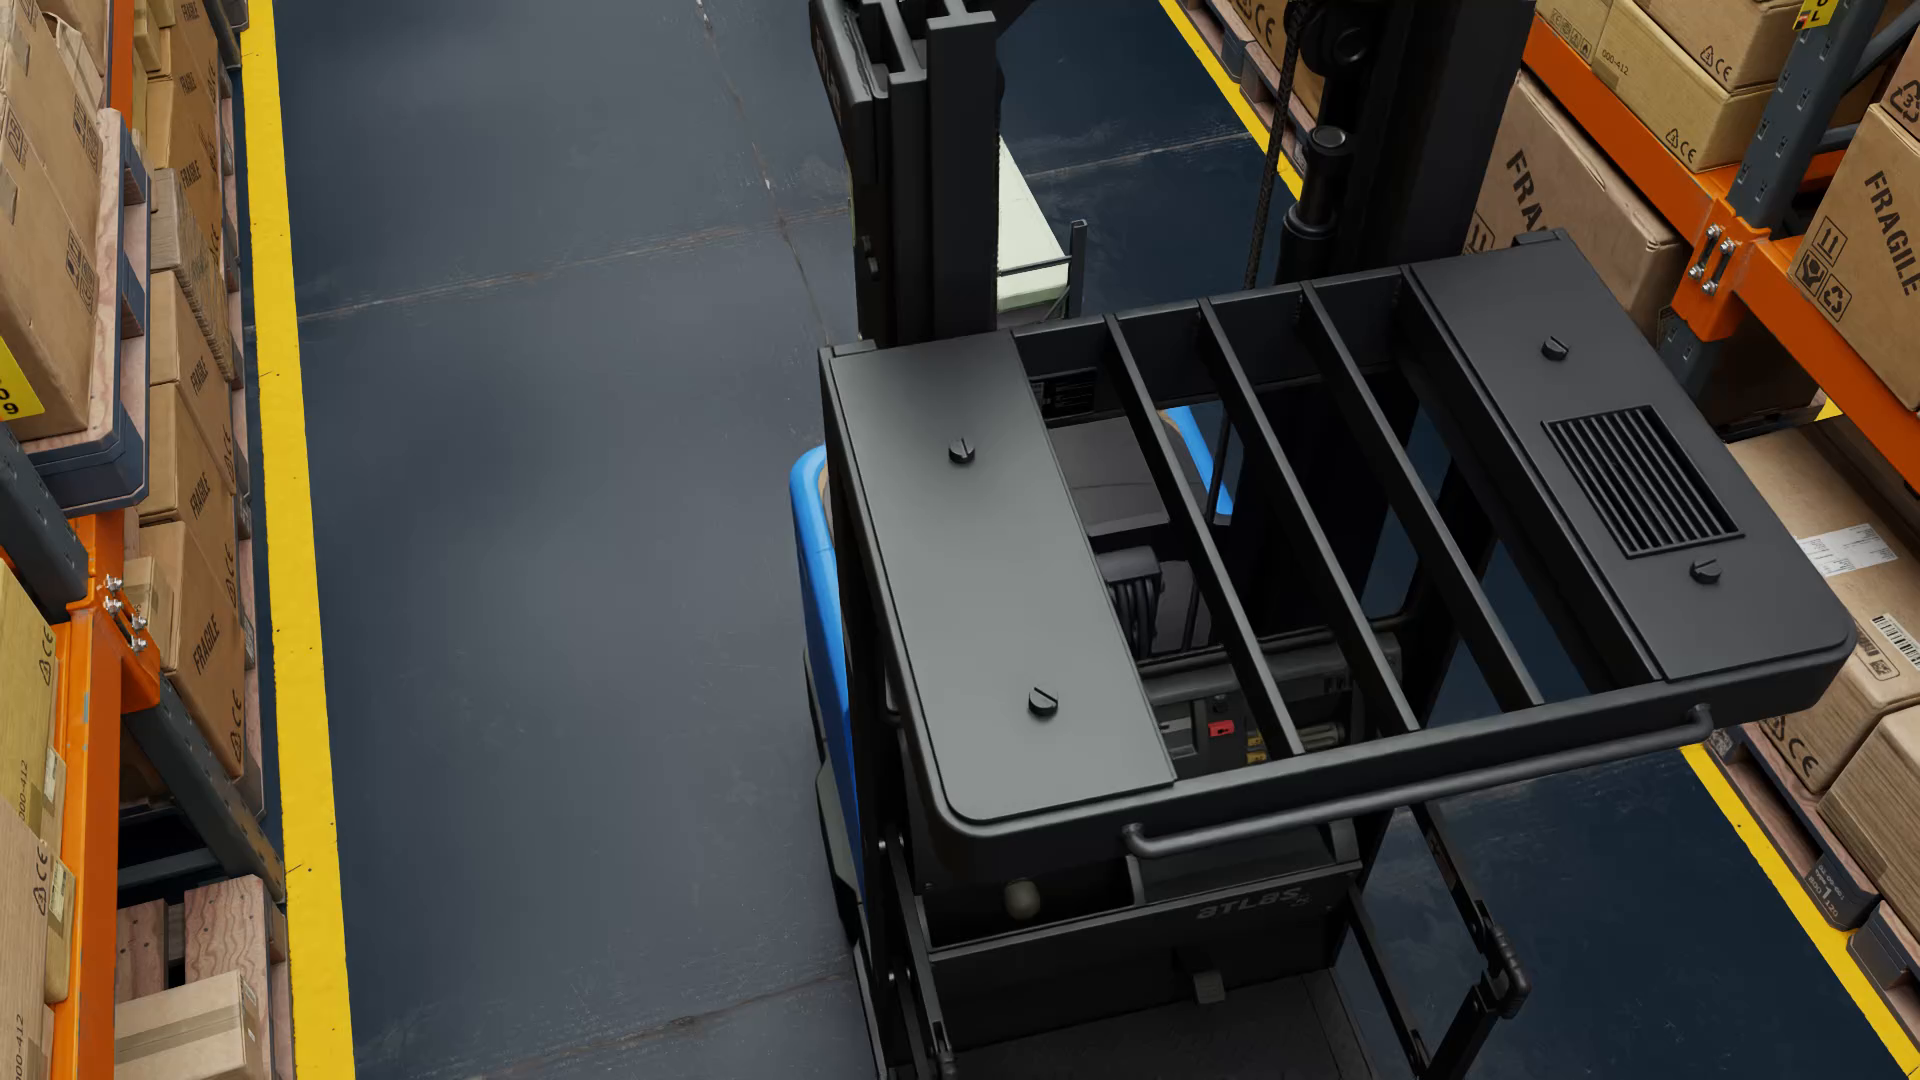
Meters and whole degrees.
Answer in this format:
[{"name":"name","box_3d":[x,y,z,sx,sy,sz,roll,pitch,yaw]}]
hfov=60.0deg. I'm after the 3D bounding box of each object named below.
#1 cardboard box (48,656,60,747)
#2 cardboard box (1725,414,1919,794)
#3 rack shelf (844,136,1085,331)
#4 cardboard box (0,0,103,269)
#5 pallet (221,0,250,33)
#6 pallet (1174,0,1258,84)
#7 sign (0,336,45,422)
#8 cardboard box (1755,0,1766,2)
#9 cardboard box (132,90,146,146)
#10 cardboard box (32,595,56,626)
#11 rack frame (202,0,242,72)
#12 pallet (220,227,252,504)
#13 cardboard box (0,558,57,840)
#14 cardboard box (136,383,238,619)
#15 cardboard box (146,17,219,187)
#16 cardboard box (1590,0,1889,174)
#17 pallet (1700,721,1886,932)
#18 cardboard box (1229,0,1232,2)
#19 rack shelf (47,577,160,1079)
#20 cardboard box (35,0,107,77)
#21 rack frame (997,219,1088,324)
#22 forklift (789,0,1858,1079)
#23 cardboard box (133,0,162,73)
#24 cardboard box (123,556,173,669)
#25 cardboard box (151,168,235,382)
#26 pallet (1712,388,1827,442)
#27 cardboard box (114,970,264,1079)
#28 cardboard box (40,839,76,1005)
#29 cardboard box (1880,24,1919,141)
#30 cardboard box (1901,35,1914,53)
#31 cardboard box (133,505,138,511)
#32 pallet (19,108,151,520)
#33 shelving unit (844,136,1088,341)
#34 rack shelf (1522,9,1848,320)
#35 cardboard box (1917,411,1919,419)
[{"name":"cardboard box","box_3d":[-1.955,0.328,3.176,0.380,0.149,0.250,-13,51,-10]},{"name":"cardboard box","box_3d":[2.533,0.120,4.588,0.875,0.438,0.875,-14,51,-12]},{"name":"rack shelf","box_3d":[-0.002,-0.740,4.382,0.431,0.370,0.720,-13,51,-11]},{"name":"cardboard box","box_3d":[-2.373,-0.878,3.688,0.700,0.500,0.500,-13,51,-11]},{"name":"pallet","box_3d":[-3.679,-2.561,7.271,1.003,0.211,1.213,-13,51,-11]},{"name":"pallet","box_3d":[1.429,-2.483,7.205,1.003,0.211,1.213,-13,51,-11]},{"name":"sign","box_3d":[-1.774,-0.336,3.005,0.100,0.325,0.005,-13,51,-11]},{"name":"cardboard box","box_3d":[2.078,-1.677,3.983,0.500,0.500,0.500,-12,51,-10]},{"name":"cardboard box","box_3d":[-2.830,-1.305,5.325,0.380,0.149,0.250,-14,51,-12]},{"name":"cardboard box","box_3d":[-2.200,0.128,3.921,0.380,0.149,0.250,-14,51,-12]},{"name":"rack frame","box_3d":[-3.473,-2.850,5.691,1.000,3.000,0.127,-13,51,-11]},{"name":"pallet","box_3d":[-2.931,-0.508,5.540,1.003,0.211,1.213,-13,51,-11]},{"name":"cardboard box","box_3d":[-1.907,0.341,2.904,0.500,0.250,0.500,-12,51,-10]},{"name":"cardboard box","box_3d":[-2.385,-0.049,4.690,0.500,0.500,0.500,-14,51,-11]},{"name":"cardboard box","box_3d":[-3.005,-1.551,5.956,0.500,0.500,0.500,-14,51,-12]},{"name":"cardboard box","box_3d":[2.077,-1.276,4.462,0.500,0.250,0.500,-14,51,-12]},{"name":"pallet","box_3d":[2.600,0.418,4.759,1.003,0.211,1.213,-13,51,-11]},{"name":"cardboard box","box_3d":[1.392,-2.902,6.850,0.875,0.875,0.875,-14,51,-11]},{"name":"rack shelf","box_3d":[-1.699,1.764,2.271,1.077,0.370,4.000,-13,51,-11]},{"name":"cardboard box","box_3d":[-2.605,-1.451,4.172,0.700,0.500,0.500,-14,51,-11]},{"name":"rack frame","box_3d":[0.106,-0.221,4.455,0.400,1.500,0.023,-13,51,-11]},{"name":"forklift","box_3d":[0.407,0.539,2.879,1.130,2.935,3.031,-10,51,-9]},{"name":"cardboard box","box_3d":[-2.939,-1.691,5.649,0.380,0.149,0.250,-15,51,-12]},{"name":"cardboard box","box_3d":[-2.142,0.211,4.047,0.380,0.149,0.250,-11,51,-9]},{"name":"cardboard box","box_3d":[-2.676,-0.795,5.318,0.500,0.500,0.500,-15,51,-12]},{"name":"pallet","box_3d":[2.150,-0.701,5.703,1.003,0.211,1.213,-13,51,-11]},{"name":"cardboard box","box_3d":[-1.845,1.196,3.870,0.380,0.149,0.250,-15,51,-12]},{"name":"cardboard box","box_3d":[-1.757,0.698,2.864,0.380,0.149,0.250,-12,51,-10]},{"name":"cardboard box","box_3d":[2.360,-1.005,3.416,0.500,0.500,0.500,-13,51,-11]},{"name":"cardboard box","box_3d":[2.590,-1.551,4.367,0.500,0.250,0.500,-15,51,-12]},{"name":"cardboard box","box_3d":[-2.385,-0.159,4.358,0.380,0.149,0.250,-16,52,-13]},{"name":"pallet","box_3d":[-2.422,-0.475,3.814,1.003,0.211,1.213,-13,51,-11]},{"name":"shelving unit","box_3d":[-0.002,-0.488,4.681,0.431,1.500,0.755,-13,51,-11]},{"name":"rack shelf","box_3d":[1.859,-2.282,5.683,1.077,0.370,4.000,-13,51,-11]},{"name":"cardboard box","box_3d":[2.484,-0.315,3.489,0.500,0.500,0.500,-13,51,-11]}]
